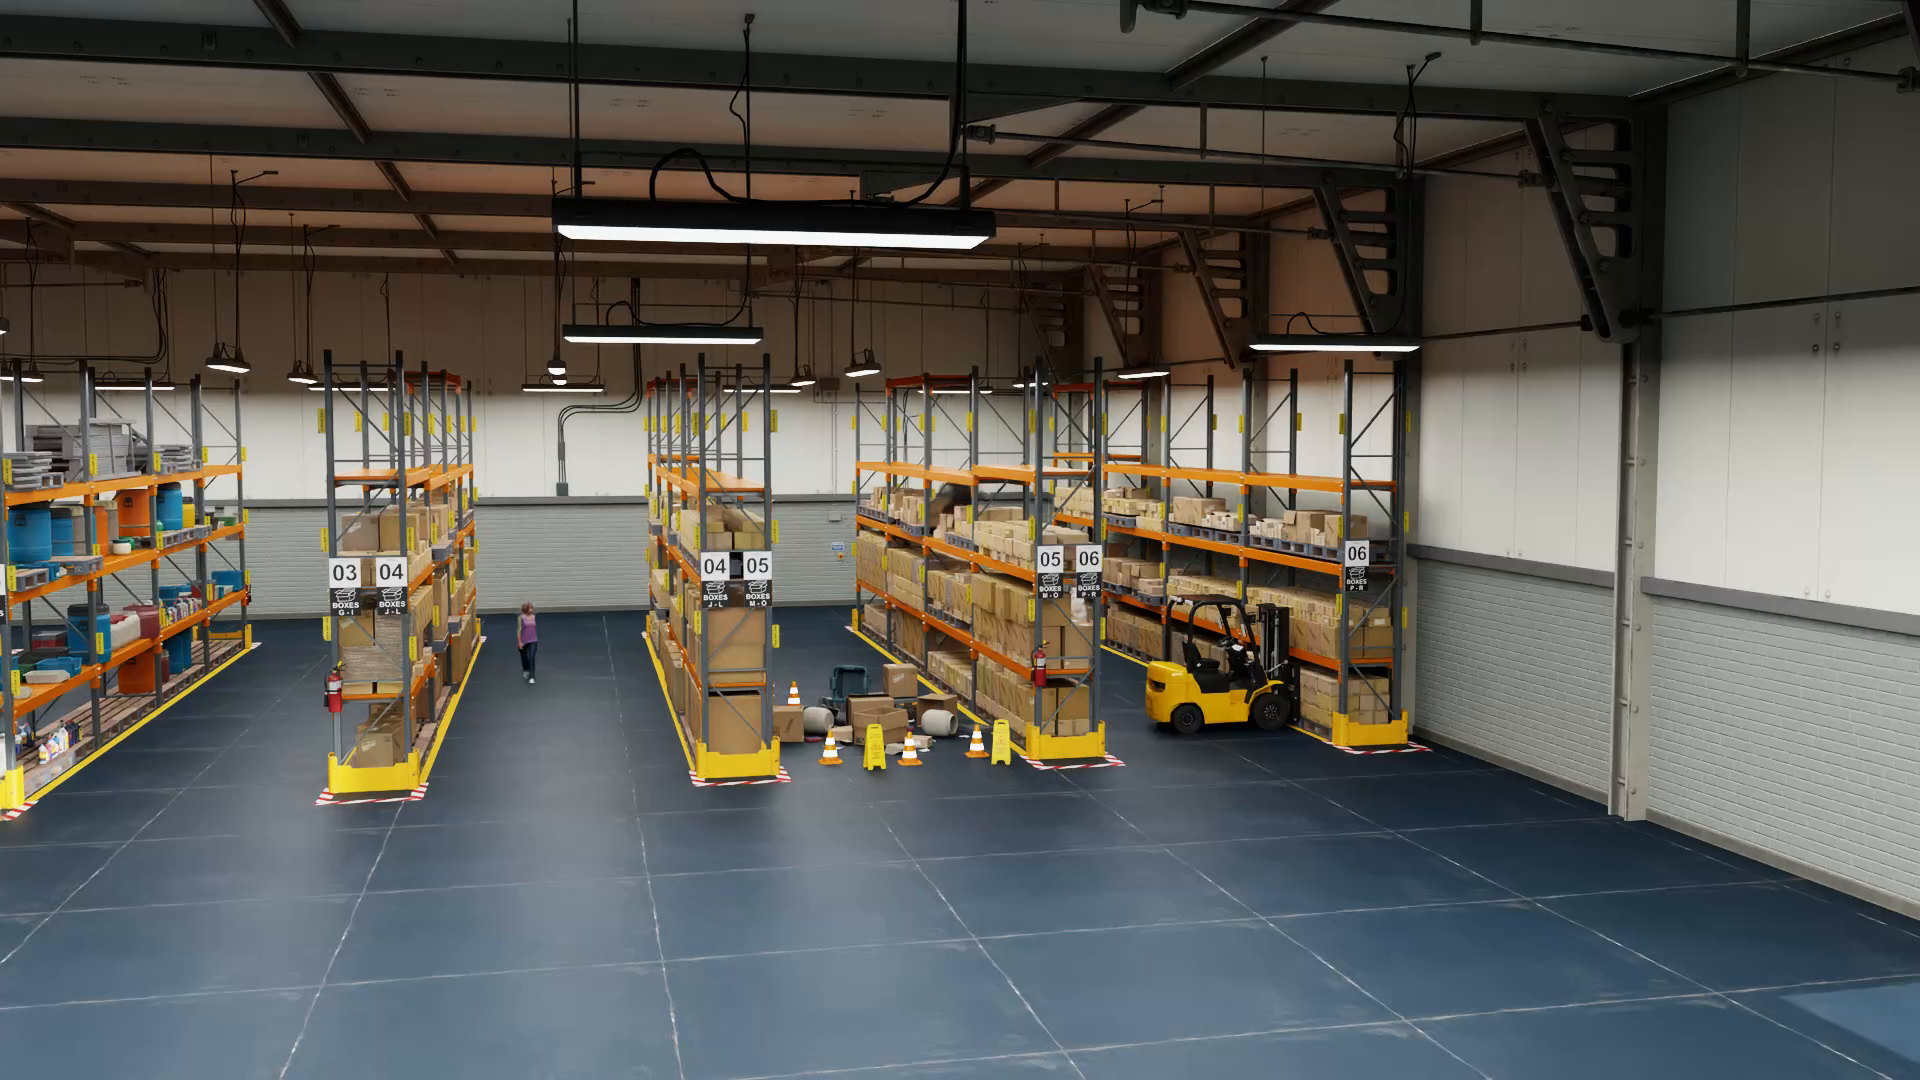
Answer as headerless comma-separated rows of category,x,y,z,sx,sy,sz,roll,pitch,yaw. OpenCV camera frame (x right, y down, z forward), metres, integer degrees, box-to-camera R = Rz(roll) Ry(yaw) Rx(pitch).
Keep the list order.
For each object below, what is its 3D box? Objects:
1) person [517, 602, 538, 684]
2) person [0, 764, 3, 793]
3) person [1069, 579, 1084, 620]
person,-8.390,1.977,32.258,0.384,1.555,0.870,-1,4,-11
person,-12.104,2.685,20.335,0.653,1.765,0.432,0,4,6
person,2.258,1.524,33.113,0.477,1.775,0.586,1,4,11
